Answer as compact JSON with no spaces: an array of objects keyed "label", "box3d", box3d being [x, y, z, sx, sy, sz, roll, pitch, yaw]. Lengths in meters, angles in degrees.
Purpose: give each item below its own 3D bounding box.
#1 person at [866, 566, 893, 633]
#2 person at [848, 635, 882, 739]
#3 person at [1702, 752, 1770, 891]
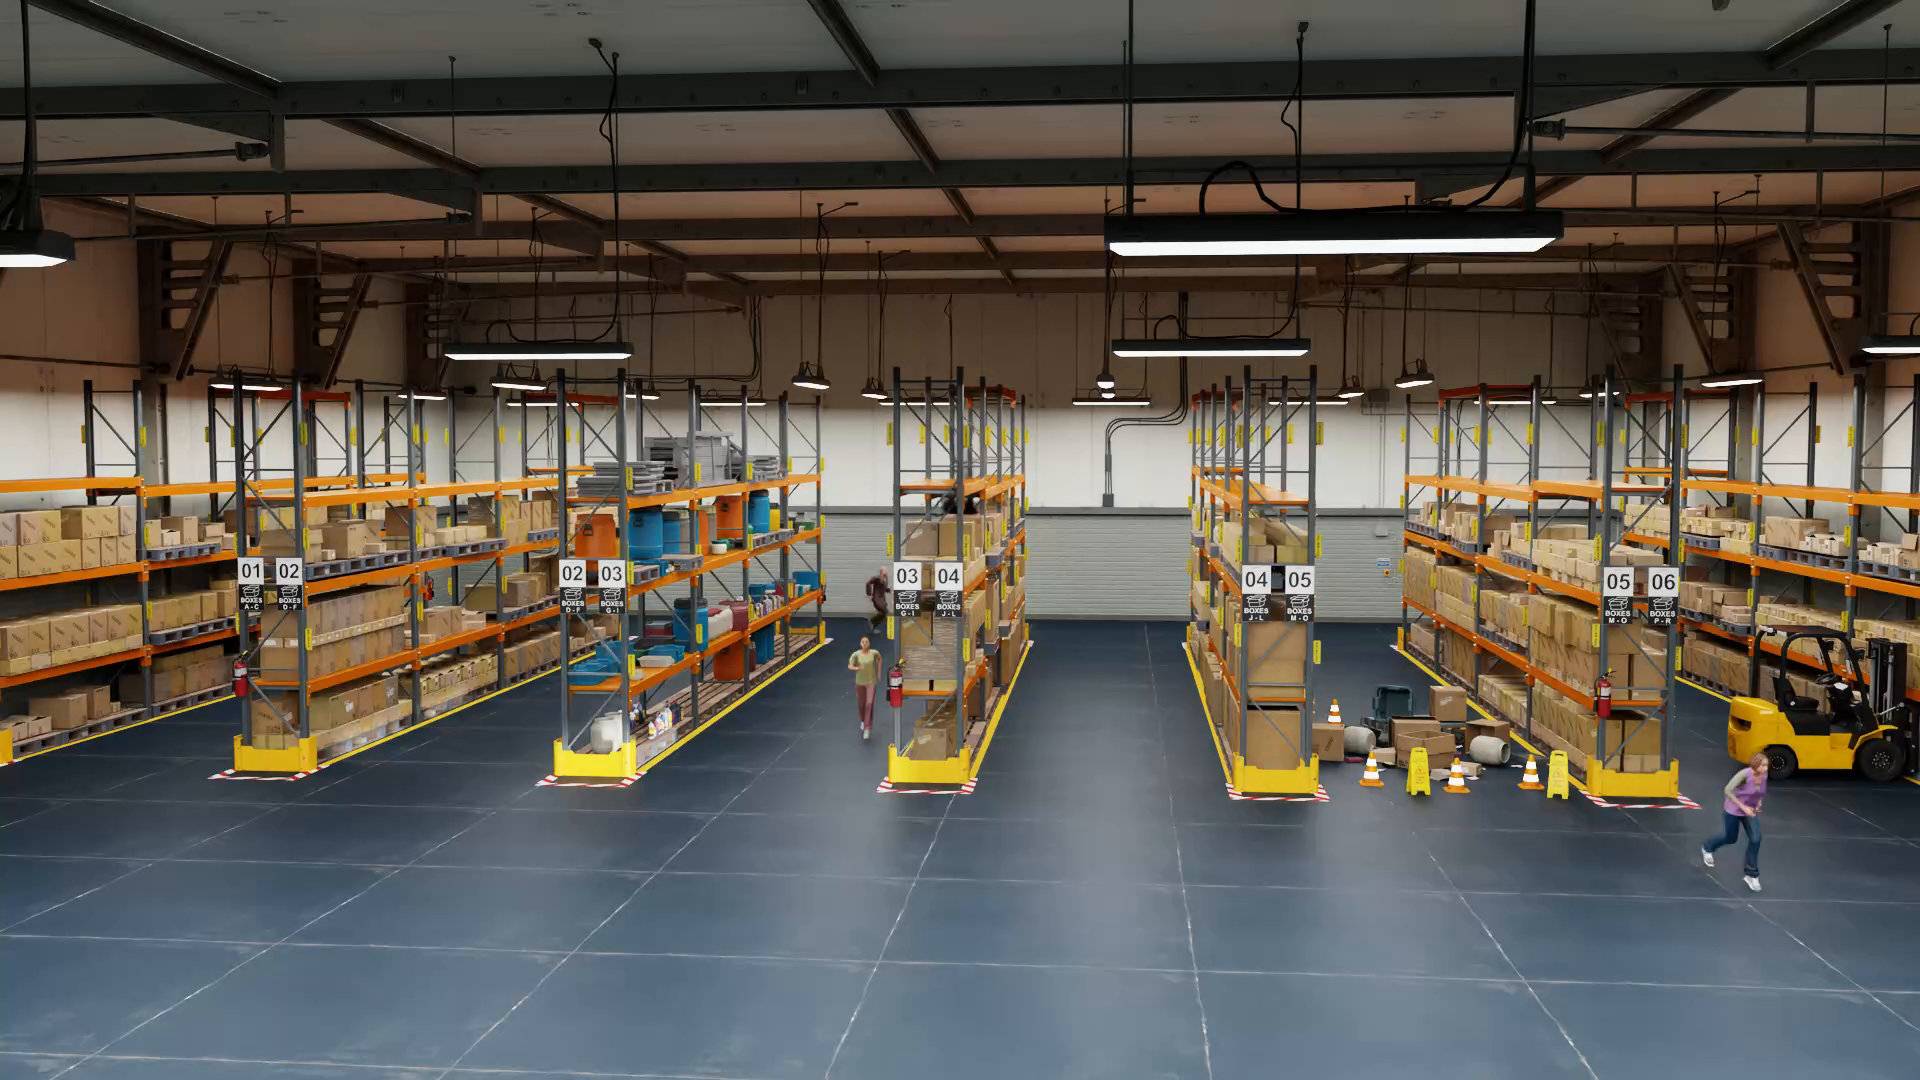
[{"label":"person","box3d":[-2.015,1.520,42.168,0.735,1.708,0.674,1,4,20]},{"label":"person","box3d":[-1.587,2.413,27.780,0.562,1.679,0.948,0,4,-1]},{"label":"person","box3d":[8.729,3.102,18.727,0.572,1.534,0.916,-1,4,-21]}]
